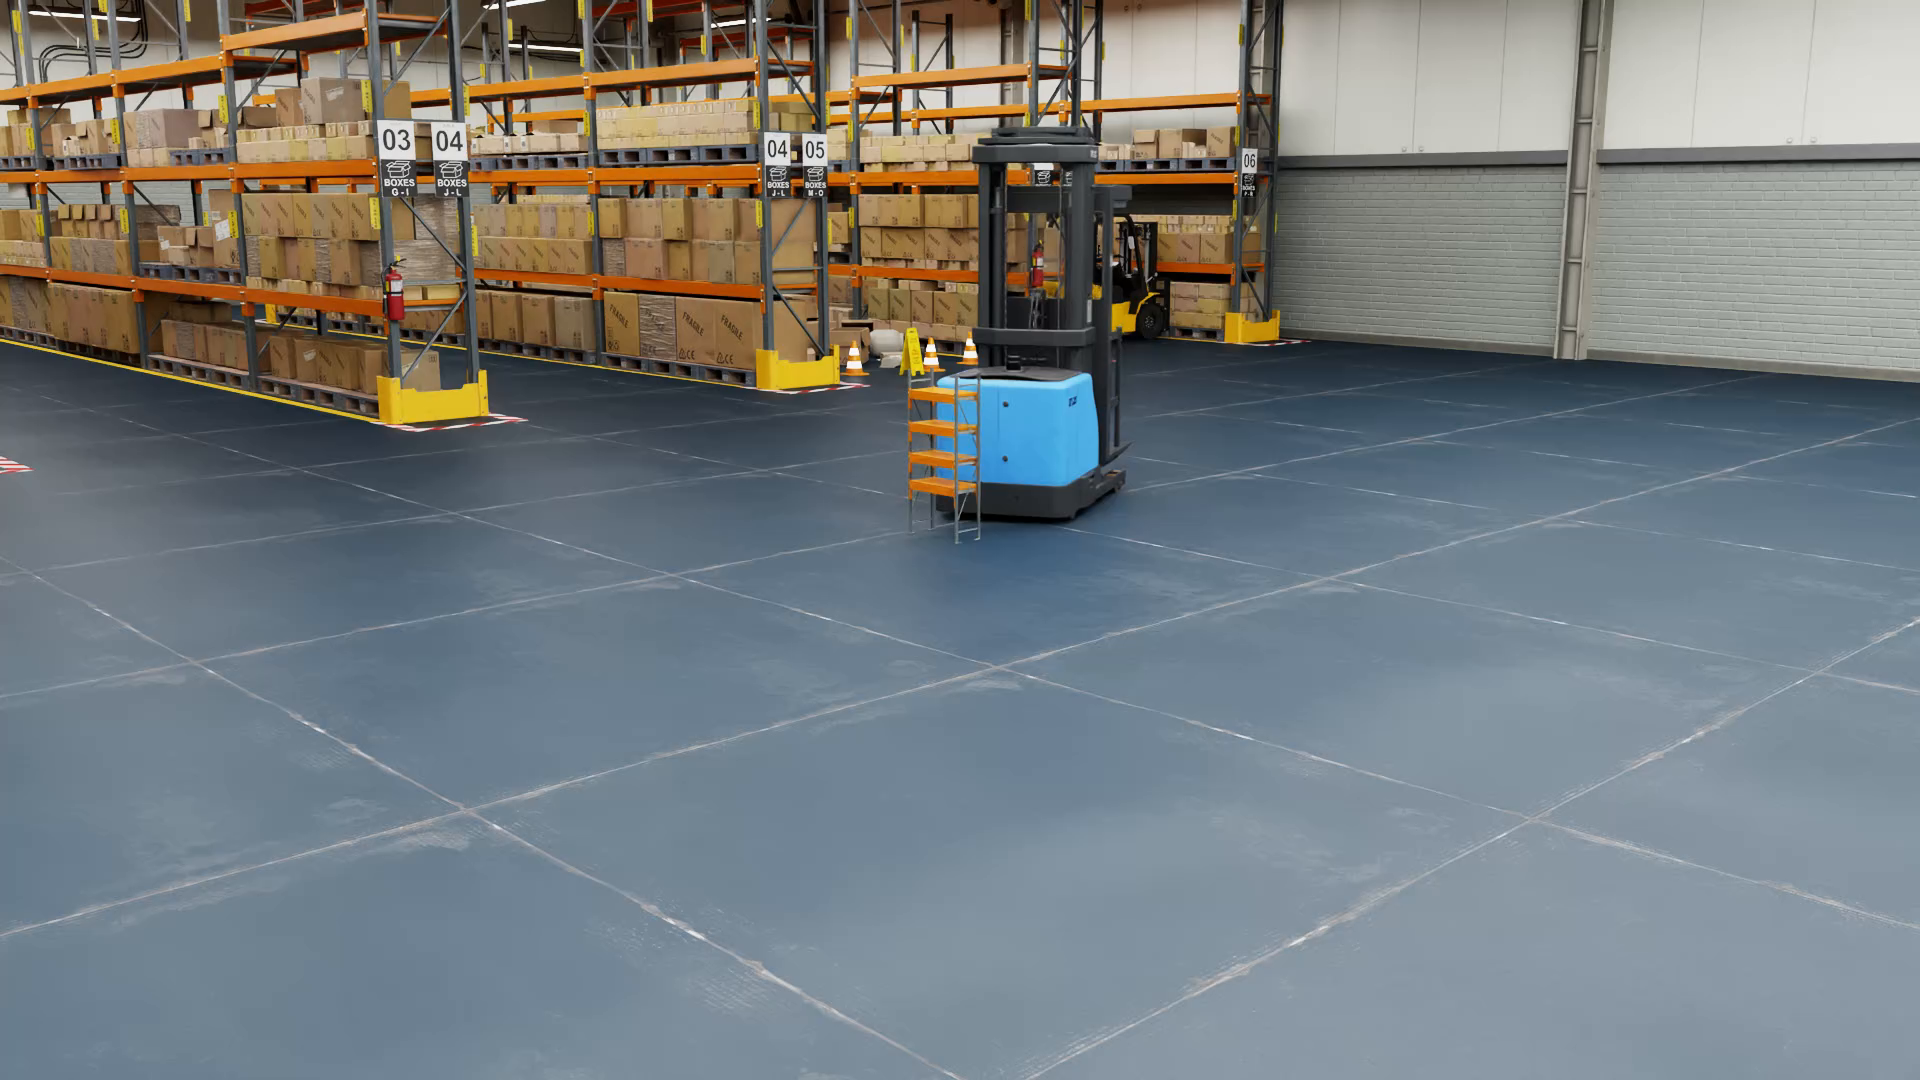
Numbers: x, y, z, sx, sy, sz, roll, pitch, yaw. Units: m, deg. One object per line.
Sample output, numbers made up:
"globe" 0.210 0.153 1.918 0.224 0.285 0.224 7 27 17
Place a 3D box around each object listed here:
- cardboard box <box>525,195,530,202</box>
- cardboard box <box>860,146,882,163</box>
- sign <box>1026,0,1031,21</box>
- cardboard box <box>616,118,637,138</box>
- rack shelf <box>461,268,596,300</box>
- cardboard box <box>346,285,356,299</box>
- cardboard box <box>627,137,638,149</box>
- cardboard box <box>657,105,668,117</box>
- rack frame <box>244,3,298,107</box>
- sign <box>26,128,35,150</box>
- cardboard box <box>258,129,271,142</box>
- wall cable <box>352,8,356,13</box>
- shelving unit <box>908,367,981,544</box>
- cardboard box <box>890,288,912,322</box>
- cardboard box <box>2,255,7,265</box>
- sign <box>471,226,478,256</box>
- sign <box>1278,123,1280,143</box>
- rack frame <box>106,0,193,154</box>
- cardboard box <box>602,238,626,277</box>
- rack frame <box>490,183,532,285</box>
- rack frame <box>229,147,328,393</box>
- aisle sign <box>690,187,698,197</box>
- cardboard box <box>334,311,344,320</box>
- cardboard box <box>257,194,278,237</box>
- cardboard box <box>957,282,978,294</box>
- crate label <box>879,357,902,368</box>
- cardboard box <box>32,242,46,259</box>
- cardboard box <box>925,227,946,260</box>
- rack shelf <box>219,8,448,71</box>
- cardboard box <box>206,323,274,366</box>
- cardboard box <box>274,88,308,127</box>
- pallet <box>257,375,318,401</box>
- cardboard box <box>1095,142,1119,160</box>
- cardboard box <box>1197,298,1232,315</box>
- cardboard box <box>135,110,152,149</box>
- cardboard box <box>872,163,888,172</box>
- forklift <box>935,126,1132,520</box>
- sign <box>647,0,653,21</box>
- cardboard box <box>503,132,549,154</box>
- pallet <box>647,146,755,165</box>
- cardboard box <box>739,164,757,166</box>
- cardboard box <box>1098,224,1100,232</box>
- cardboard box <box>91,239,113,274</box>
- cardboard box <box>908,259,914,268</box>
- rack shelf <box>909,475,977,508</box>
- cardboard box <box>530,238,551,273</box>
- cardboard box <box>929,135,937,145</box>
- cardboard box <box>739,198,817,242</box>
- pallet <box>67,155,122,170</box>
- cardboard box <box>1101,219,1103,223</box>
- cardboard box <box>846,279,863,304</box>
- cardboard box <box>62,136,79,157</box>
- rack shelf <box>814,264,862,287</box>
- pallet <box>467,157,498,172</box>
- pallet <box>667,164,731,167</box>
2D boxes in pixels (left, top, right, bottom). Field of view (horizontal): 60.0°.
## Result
"cardboard box" -8.869 -7.141 34.807 0.380 0.149 0.250 -11 16 -42
"cardboard box" -1.265 -6.212 26.831 0.500 0.250 0.500 -11 16 -44
"sign" 0.976 -7.588 23.736 0.100 0.325 0.005 -11 16 -43
"cardboard box" -4.396 -5.681 22.964 0.500 0.250 0.500 -11 16 -43
"rack shelf" -6.262 -4.008 25.715 1.077 0.370 4.000 -11 16 -43
"cardboard box" -6.665 -2.803 18.704 0.380 0.149 0.250 -11 16 -43
"cardboard box" -4.351 -5.458 22.871 0.380 0.149 0.250 -11 16 -43
"cardboard box" -3.825 -5.737 22.250 0.380 0.149 0.250 -11 16 -43
"rack frame" -13.168 -8.758 32.121 1.000 3.000 0.127 -11 16 -43
"sign" -14.463 -6.243 25.871 0.100 0.325 0.005 -11 16 -43
"cardboard box" -8.131 -4.821 19.827 0.380 0.149 0.250 -11 16 -42
"wall cable" -14.907 -12.976 37.726 2.355 3.000 0.029 -11 16 -43
"shelving unit" -0.114 -0.612 11.908 0.258 1.200 0.503 -11 16 -43
"cardboard box" -0.780 -3.799 26.833 0.500 0.500 0.500 -10 15 -40
"cardboard box" -15.929 -4.735 28.085 0.380 0.149 0.250 -11 16 -43
"sign" -5.383 -3.308 18.389 0.100 0.325 0.005 -11 16 -43
"sign" 5.385 -6.894 28.145 0.100 0.325 0.005 -11 16 -43
"rack frame" -11.300 -6.914 23.171 1.000 3.000 0.127 -11 16 -43
"cardboard box" -4.618 -4.090 23.958 0.875 0.550 0.550 -11 16 -43
"rack frame" -9.658 -6.524 36.146 1.000 3.000 0.127 -11 16 -43
"rack frame" -8.538 -3.392 20.943 1.000 3.000 0.127 -11 16 -43
"aisle sign" -6.330 -8.459 39.094 0.394 0.787 0.004 -11 16 -43
"cardboard box" -11.271 -4.134 30.570 0.250 0.149 0.380 11 16 43
"cardboard box" -8.065 -3.903 19.958 0.500 0.500 0.500 -11 16 -43
"cardboard box" 0.176 -3.895 25.692 0.380 0.149 0.250 -11 16 -42
"crate label" -0.994 -2.572 24.057 0.298 0.136 0.250 3 12 16
"cardboard box" -14.557 -4.660 26.730 0.500 0.250 0.500 -11 16 -44
"cardboard box" -0.204 -4.649 26.057 0.500 0.500 0.500 -11 16 -42
"rack shelf" -7.157 -5.685 18.994 1.077 0.370 4.000 -11 16 -43
"cardboard box" -9.649 -2.630 22.347 0.500 0.500 0.700 10 15 40
"cardboard box" -8.043 -5.271 20.403 0.500 0.500 0.500 11 16 43
"pallet" -8.049 -1.933 20.772 1.003 0.211 1.213 -11 16 -43
"cardboard box" 2.615 -6.990 29.905 0.500 0.311 0.500 -10 16 -41
"cardboard box" 4.417 -4.013 28.490 0.500 0.250 0.500 -11 16 -43
"cardboard box" -10.814 -5.560 22.544 0.500 0.500 0.500 -11 16 -42
"cardboard box" -1.194 -5.993 26.757 0.380 0.149 0.250 -11 16 -42
"forklift" 0.761 -1.844 13.600 1.130 2.935 3.031 4 12 18
"sign" -4.463 -7.616 23.868 0.100 0.325 0.005 -11 16 -43
"cardboard box" -6.602 -6.048 25.333 0.500 0.311 0.500 -11 16 -44
"pallet" -3.485 -5.195 22.482 1.003 0.211 1.213 -11 16 -43
"cardboard box" -3.486 -6.735 29.488 0.700 0.500 0.500 -11 16 -43
"cardboard box" 2.627 -5.677 30.178 0.380 0.149 0.250 -11 16 -43
"cardboard box" -12.521 -4.211 24.671 0.500 0.500 0.500 11 16 43
"cardboard box" -0.615 -4.420 26.553 0.380 0.149 0.250 -11 16 -43
"rack shelf" -0.114 -0.351 11.961 0.258 0.148 0.480 -11 16 -43
"cardboard box" -6.133 -4.304 25.121 0.500 0.500 0.500 -11 16 -42
"cardboard box" -0.256 -6.203 25.799 0.380 0.149 0.250 -10 16 -41
"cardboard box" -2.347 -4.147 21.558 0.875 0.550 0.550 -11 16 -43
"pallet" -12.558 -5.602 24.703 1.003 0.211 1.213 -10 15 -40
"cardboard box" 2.754 -5.776 29.923 0.380 0.149 0.250 -10 16 -41
"cardboard box" -2.067 -5.286 35.289 0.500 0.500 0.500 11 16 43
"cardboard box" -13.370 -6.018 25.436 0.500 0.311 0.500 11 16 43
"rack shelf" -2.752 -4.713 29.135 1.077 0.370 4.000 -11 16 -43
"pallet" -7.160 -5.942 26.356 1.213 0.211 1.003 -10 15 -40
"pallet" -4.616 -6.820 30.616 1.213 0.211 1.003 -10 15 -40
